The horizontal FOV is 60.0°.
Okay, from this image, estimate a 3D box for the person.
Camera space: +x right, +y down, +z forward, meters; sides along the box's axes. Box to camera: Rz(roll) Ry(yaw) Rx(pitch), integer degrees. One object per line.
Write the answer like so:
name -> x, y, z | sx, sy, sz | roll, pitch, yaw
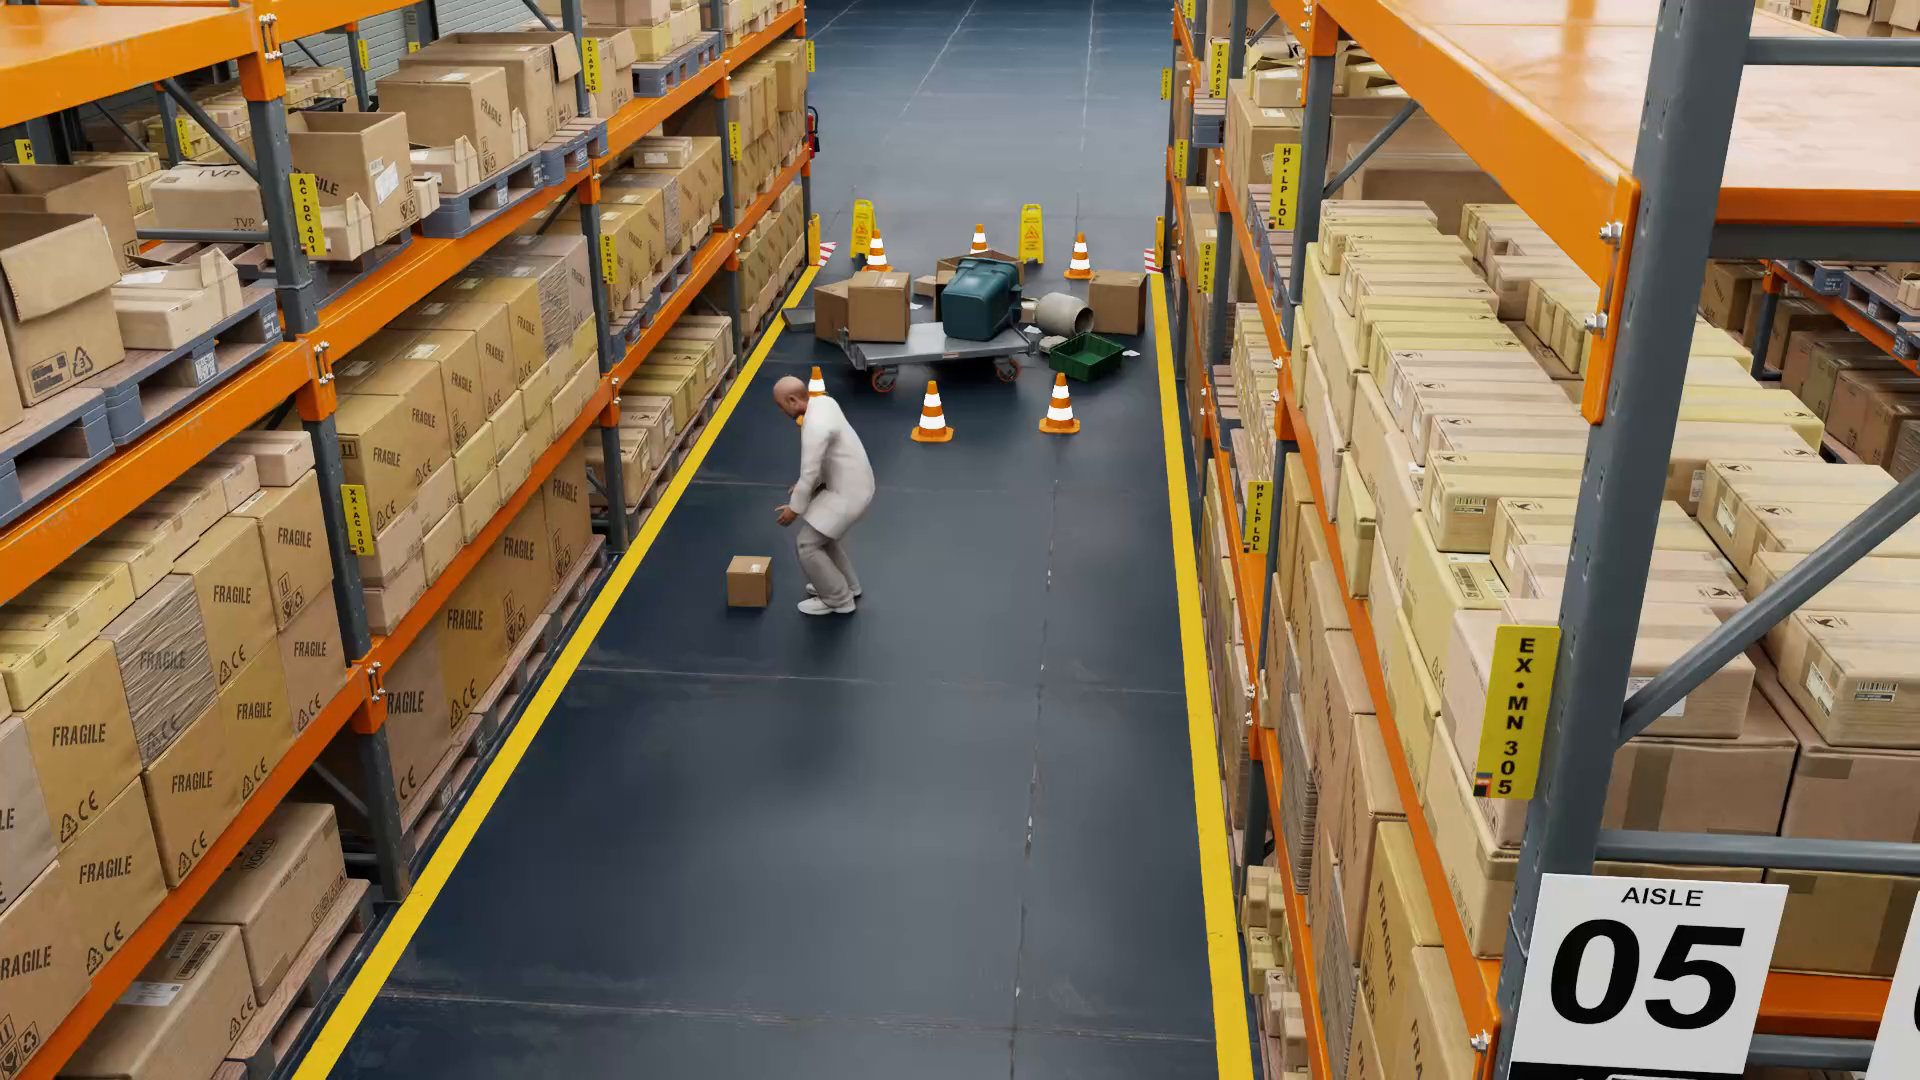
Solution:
person -> -0.849, -0.283, 10.537 | 0.612, 1.552, 0.624 | 2, 24, 5
